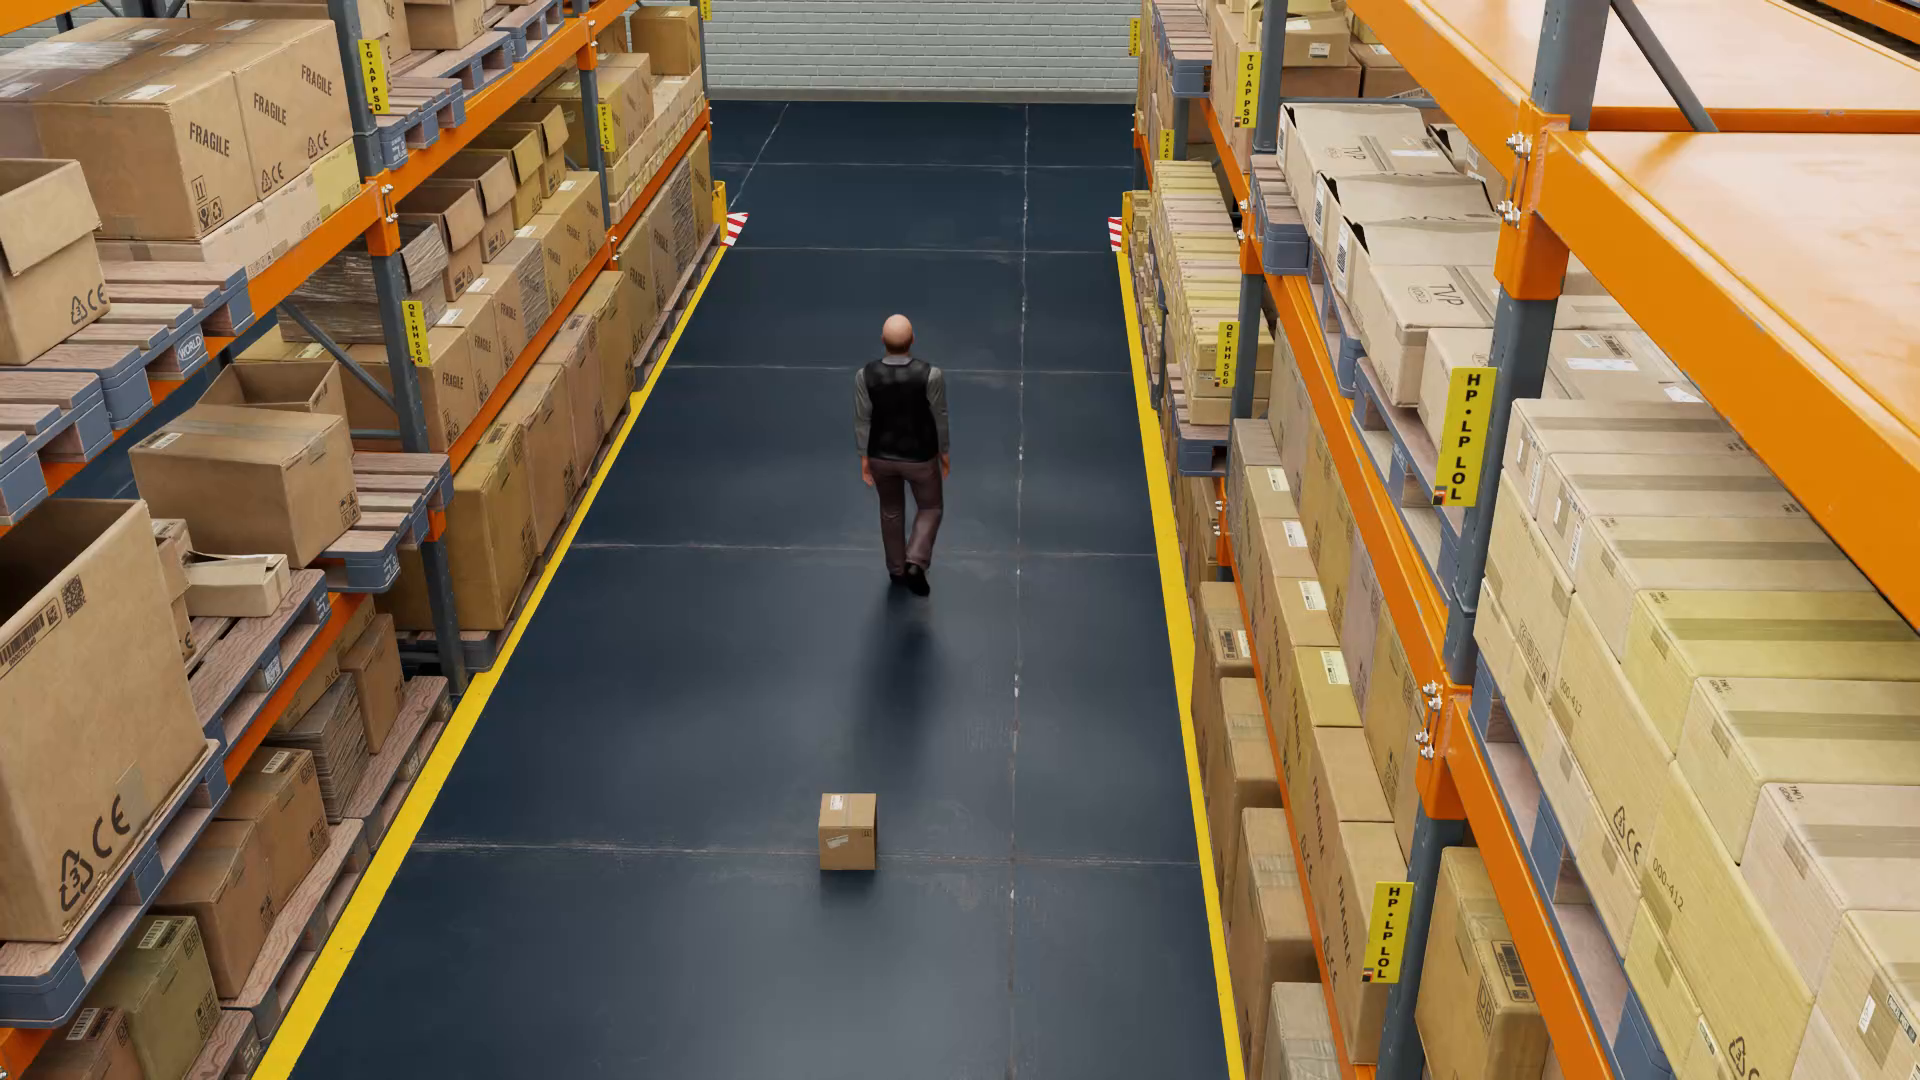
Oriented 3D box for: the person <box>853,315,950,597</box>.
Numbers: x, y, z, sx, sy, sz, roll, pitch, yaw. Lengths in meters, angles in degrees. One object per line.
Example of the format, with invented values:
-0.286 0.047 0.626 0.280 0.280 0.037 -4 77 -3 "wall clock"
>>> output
-0.330 -0.472 9.501 0.539 1.702 0.706 4 28 7 "person"
